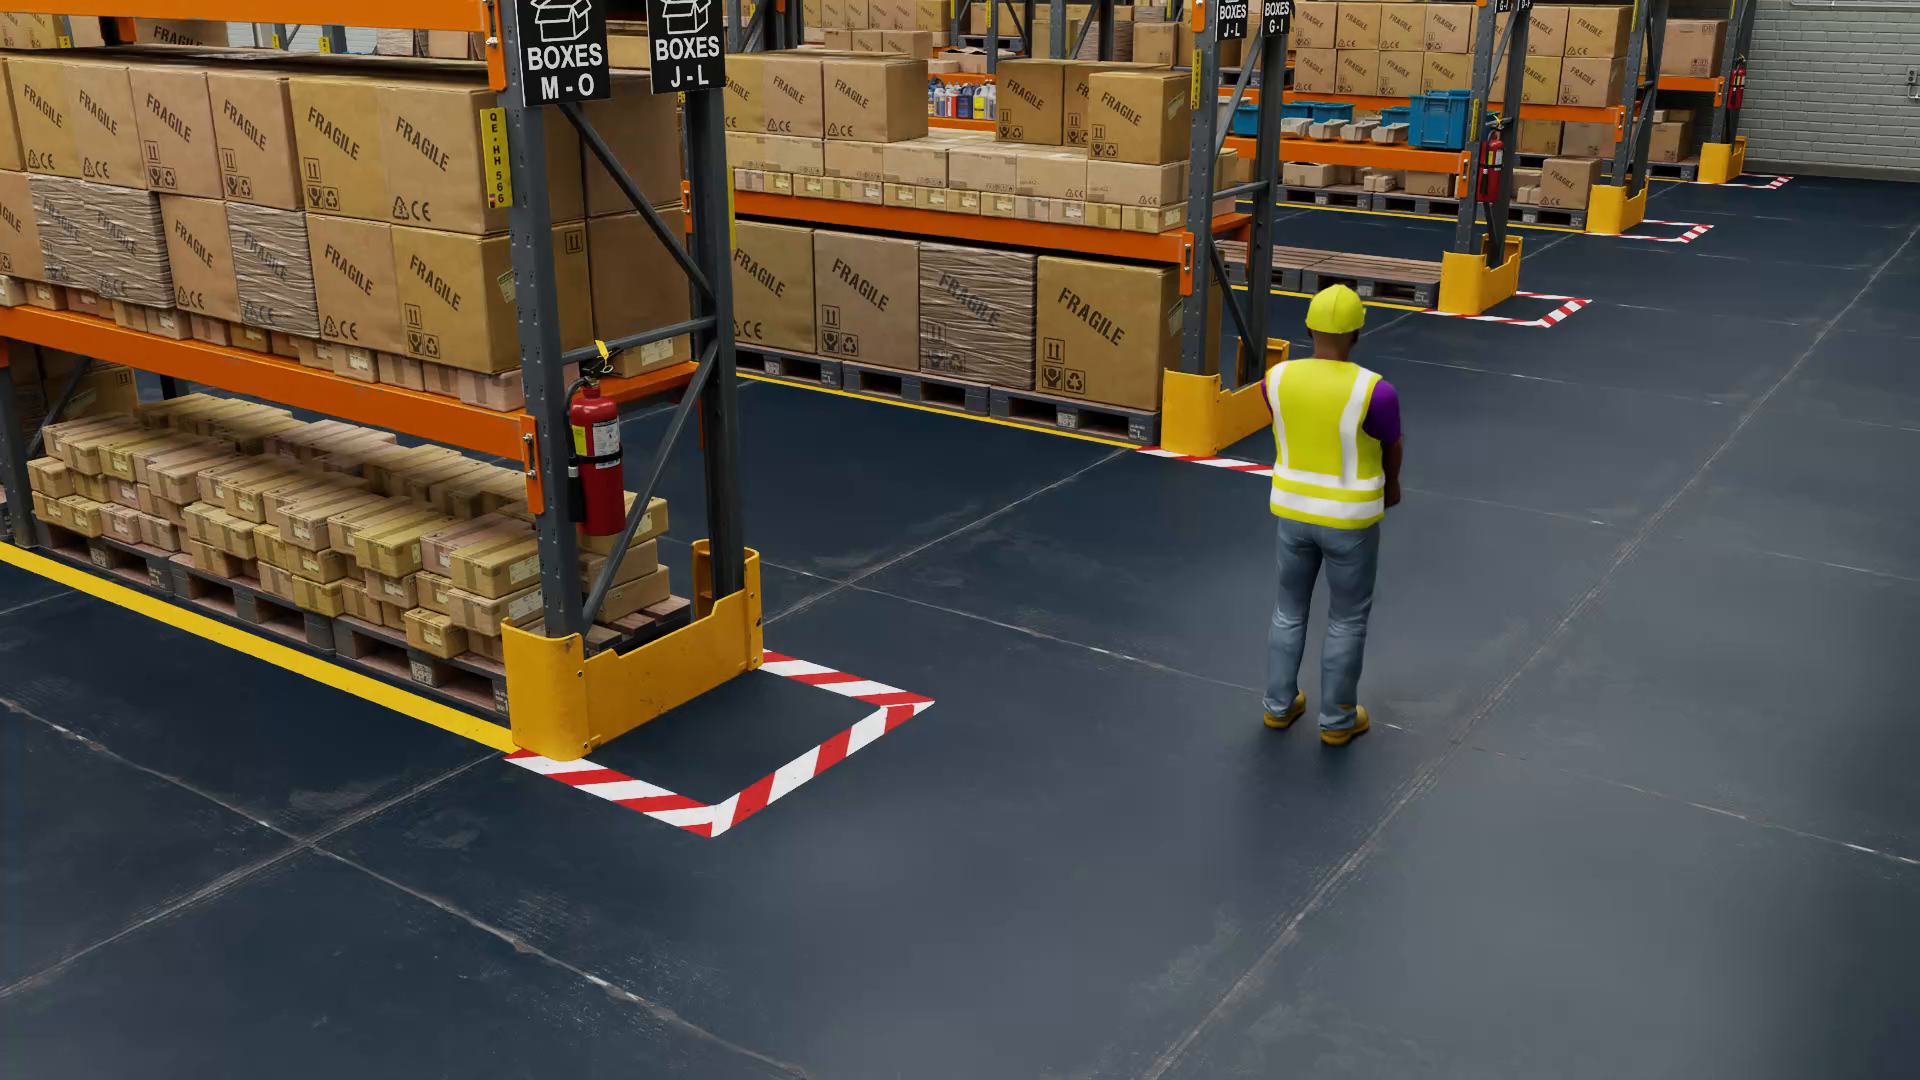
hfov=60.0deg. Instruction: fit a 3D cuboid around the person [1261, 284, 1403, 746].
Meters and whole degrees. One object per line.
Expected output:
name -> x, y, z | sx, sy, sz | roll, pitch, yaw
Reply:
person -> 1.434, -0.120, 6.374 | 0.505, 1.763, 0.559 | 13, 23, 32
